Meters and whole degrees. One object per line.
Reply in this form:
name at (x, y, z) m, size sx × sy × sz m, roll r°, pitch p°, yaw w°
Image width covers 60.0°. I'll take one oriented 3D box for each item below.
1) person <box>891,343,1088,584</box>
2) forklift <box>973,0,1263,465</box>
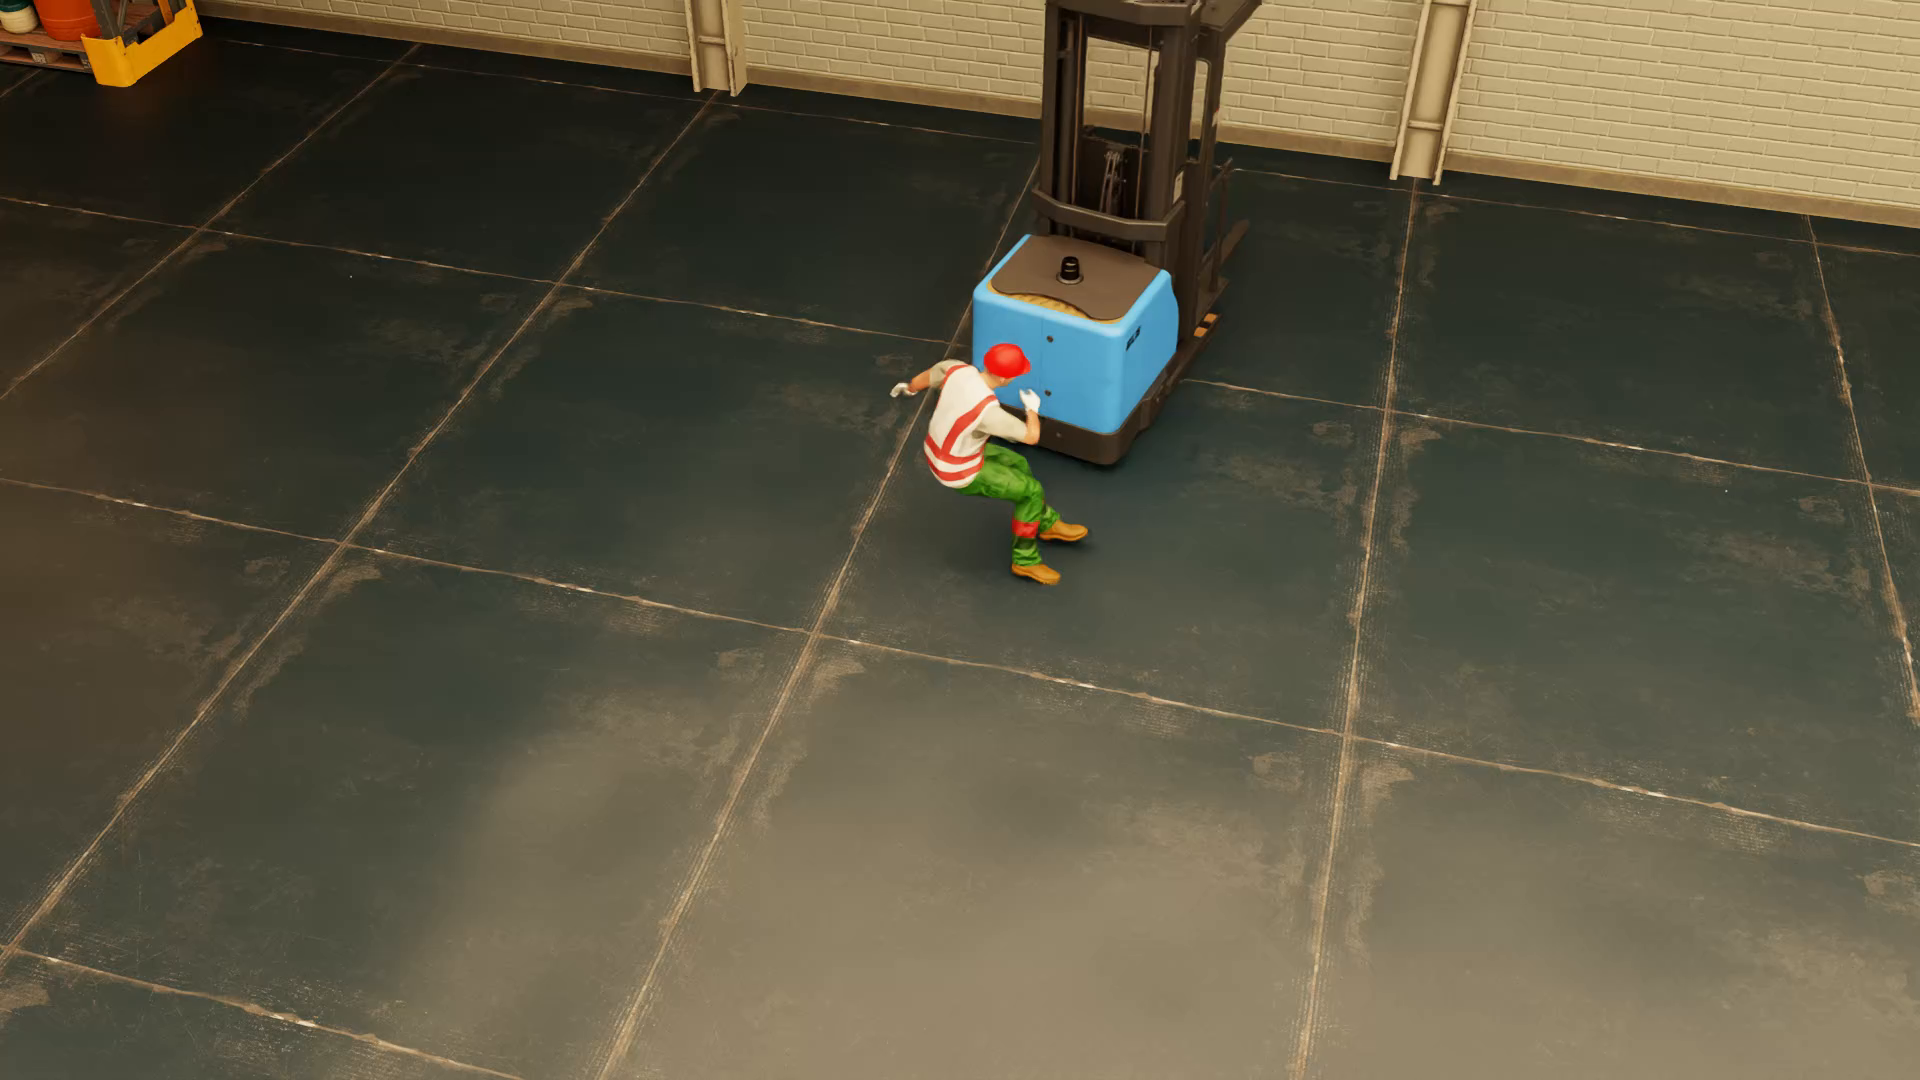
person at (0.217, -0.600, 9.649) m, size 0.965 × 1.507 × 1.083 m, roll -14°, pitch 43°, yaw -16°
forklift at (1.189, -2.544, 10.763) m, size 1.130 × 2.935 × 3.031 m, roll 19°, pitch 45°, yaw 20°
